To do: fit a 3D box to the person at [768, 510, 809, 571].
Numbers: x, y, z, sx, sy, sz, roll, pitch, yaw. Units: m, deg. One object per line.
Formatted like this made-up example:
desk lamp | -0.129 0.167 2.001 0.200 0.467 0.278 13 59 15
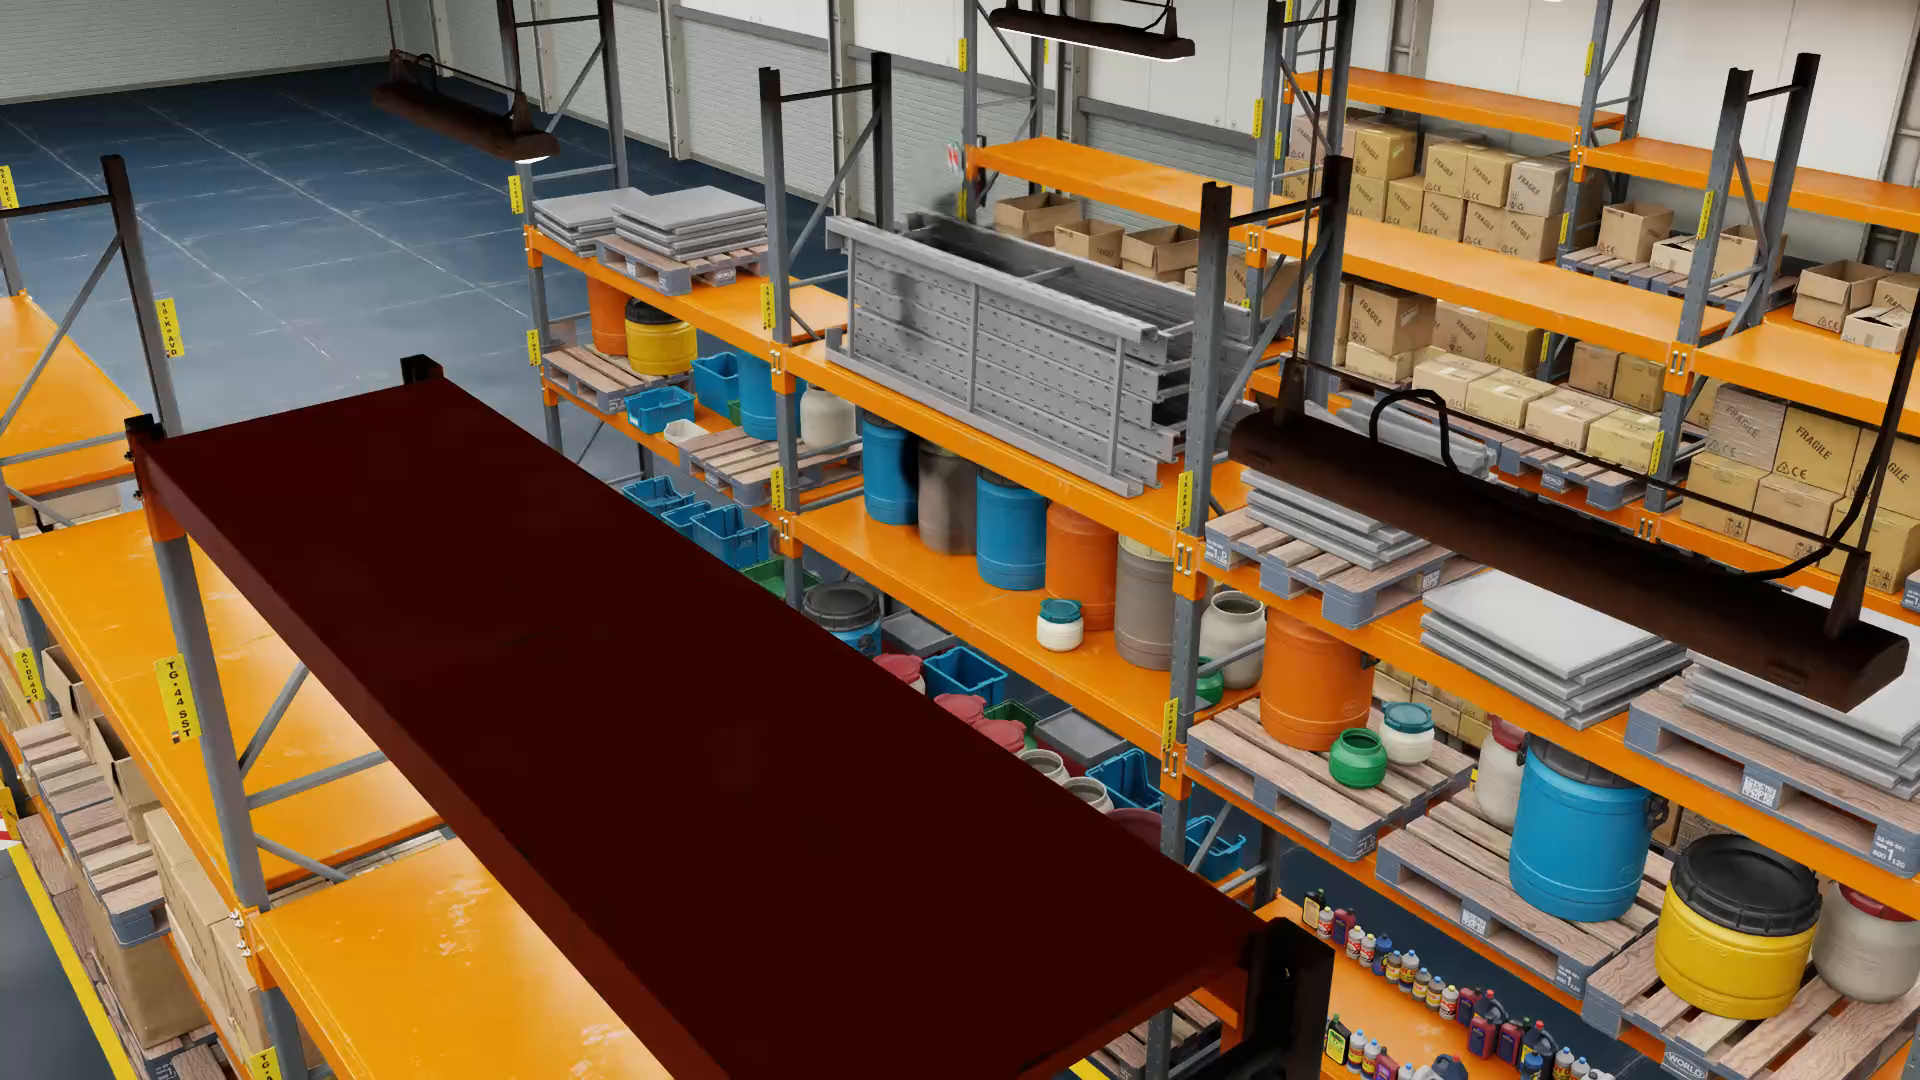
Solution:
person | -1.740 -0.151 16.587 0.595 1.629 0.561 15 30 29
